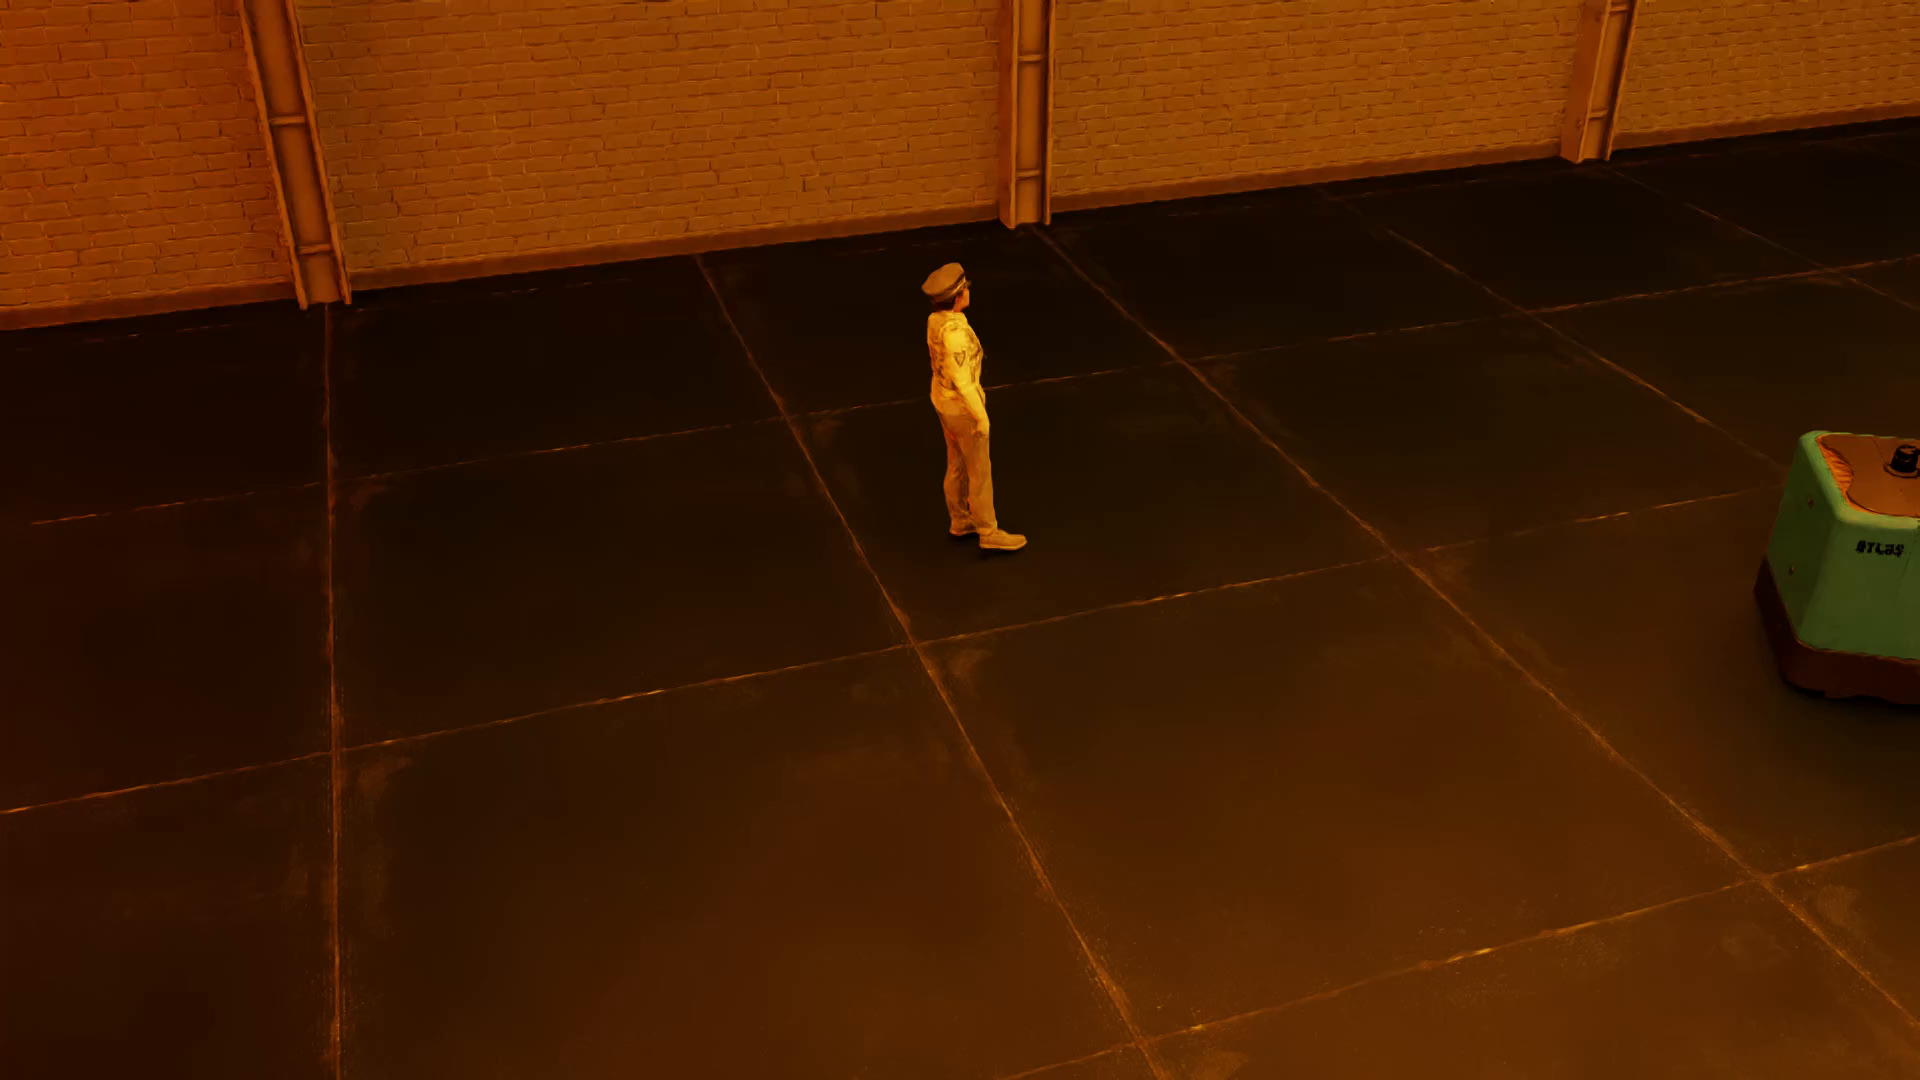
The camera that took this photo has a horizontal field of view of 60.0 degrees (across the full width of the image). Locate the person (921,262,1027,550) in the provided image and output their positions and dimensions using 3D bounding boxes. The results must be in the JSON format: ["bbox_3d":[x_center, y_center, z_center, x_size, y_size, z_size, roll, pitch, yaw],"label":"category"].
[{"bbox_3d":[0.066,-0.783,9.593,0.534,1.695,0.586,-10,31,-16],"label":"person"}]

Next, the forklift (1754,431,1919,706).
[{"bbox_3d":[5.858,-0.542,8.029,3.031,2.935,1.130,6,31,11],"label":"forklift"}]
